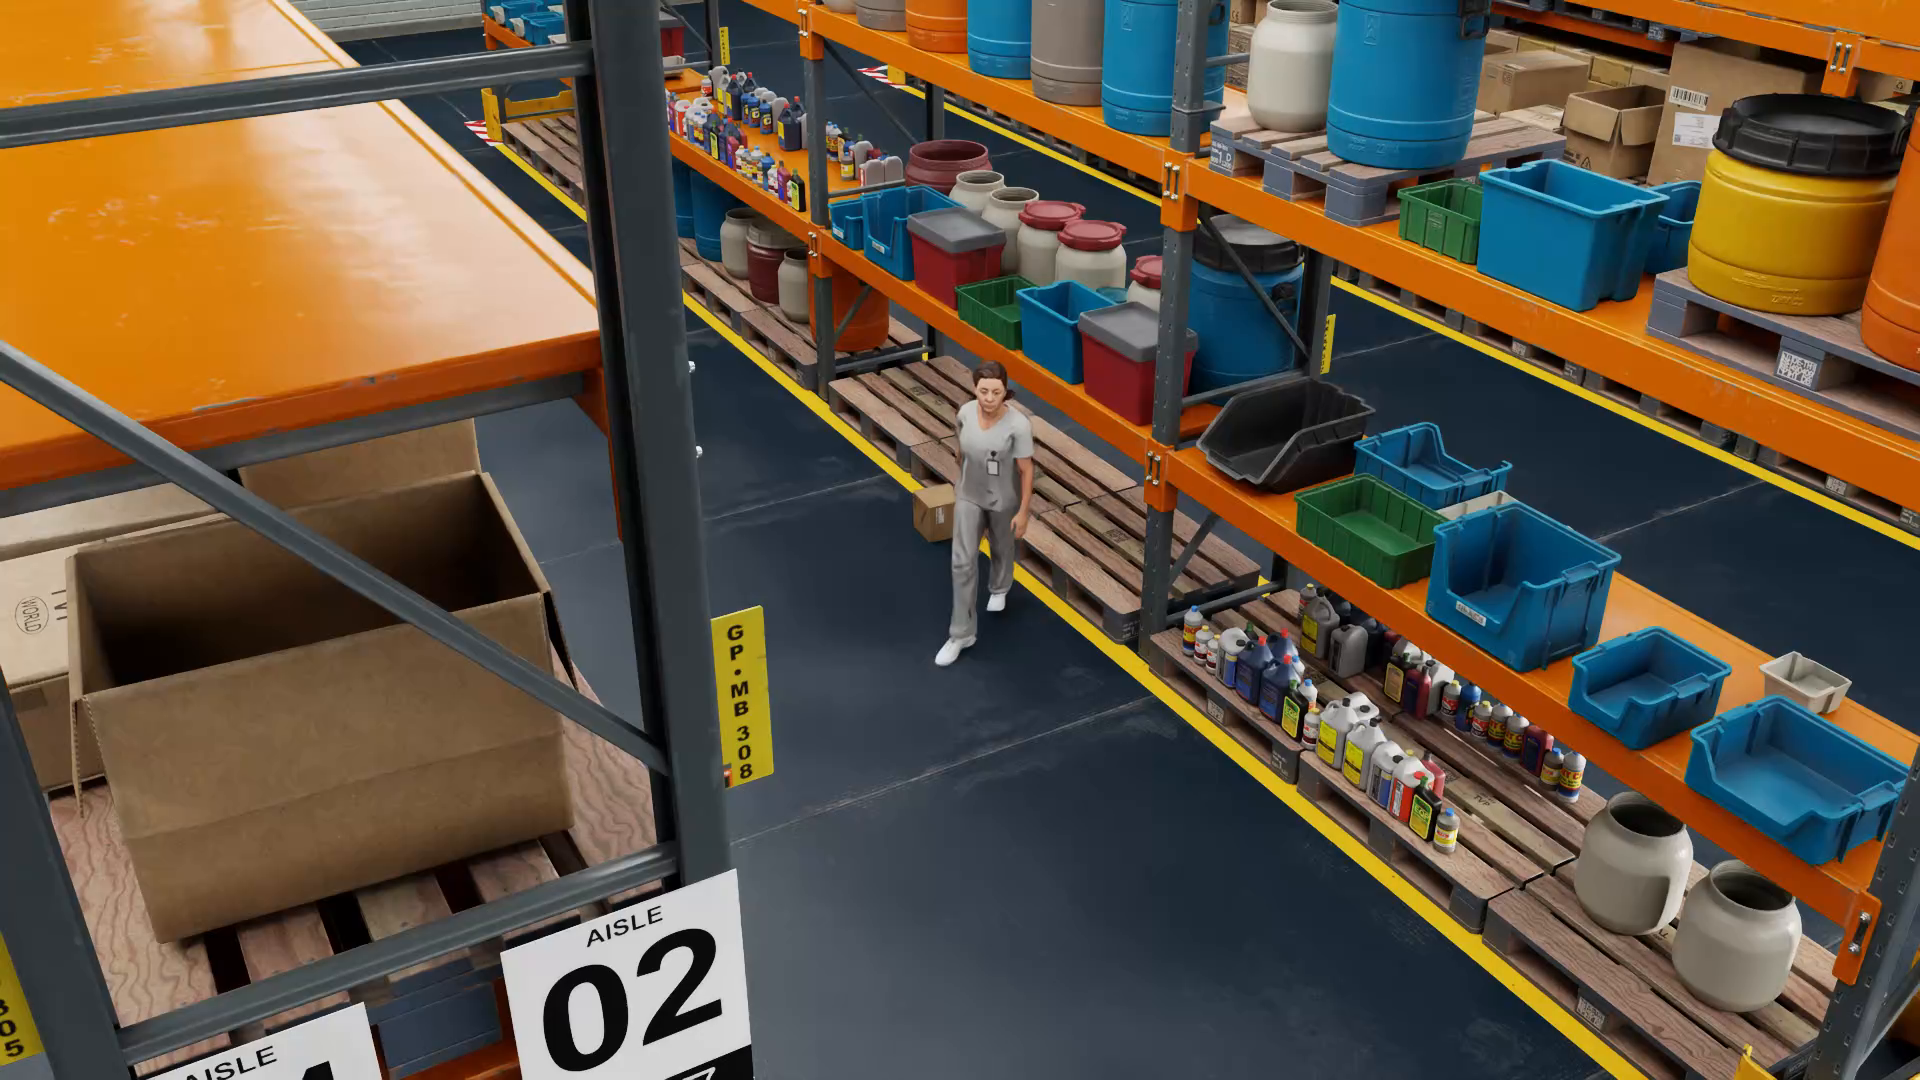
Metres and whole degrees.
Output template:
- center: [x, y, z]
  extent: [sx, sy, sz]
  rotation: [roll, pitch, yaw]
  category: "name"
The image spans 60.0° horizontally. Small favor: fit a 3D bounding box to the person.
- center: [0.179, -0.208, 8.939]
  extent: [0.465, 1.663, 0.844]
  rotation: [7, 30, 13]
  category: "person"
